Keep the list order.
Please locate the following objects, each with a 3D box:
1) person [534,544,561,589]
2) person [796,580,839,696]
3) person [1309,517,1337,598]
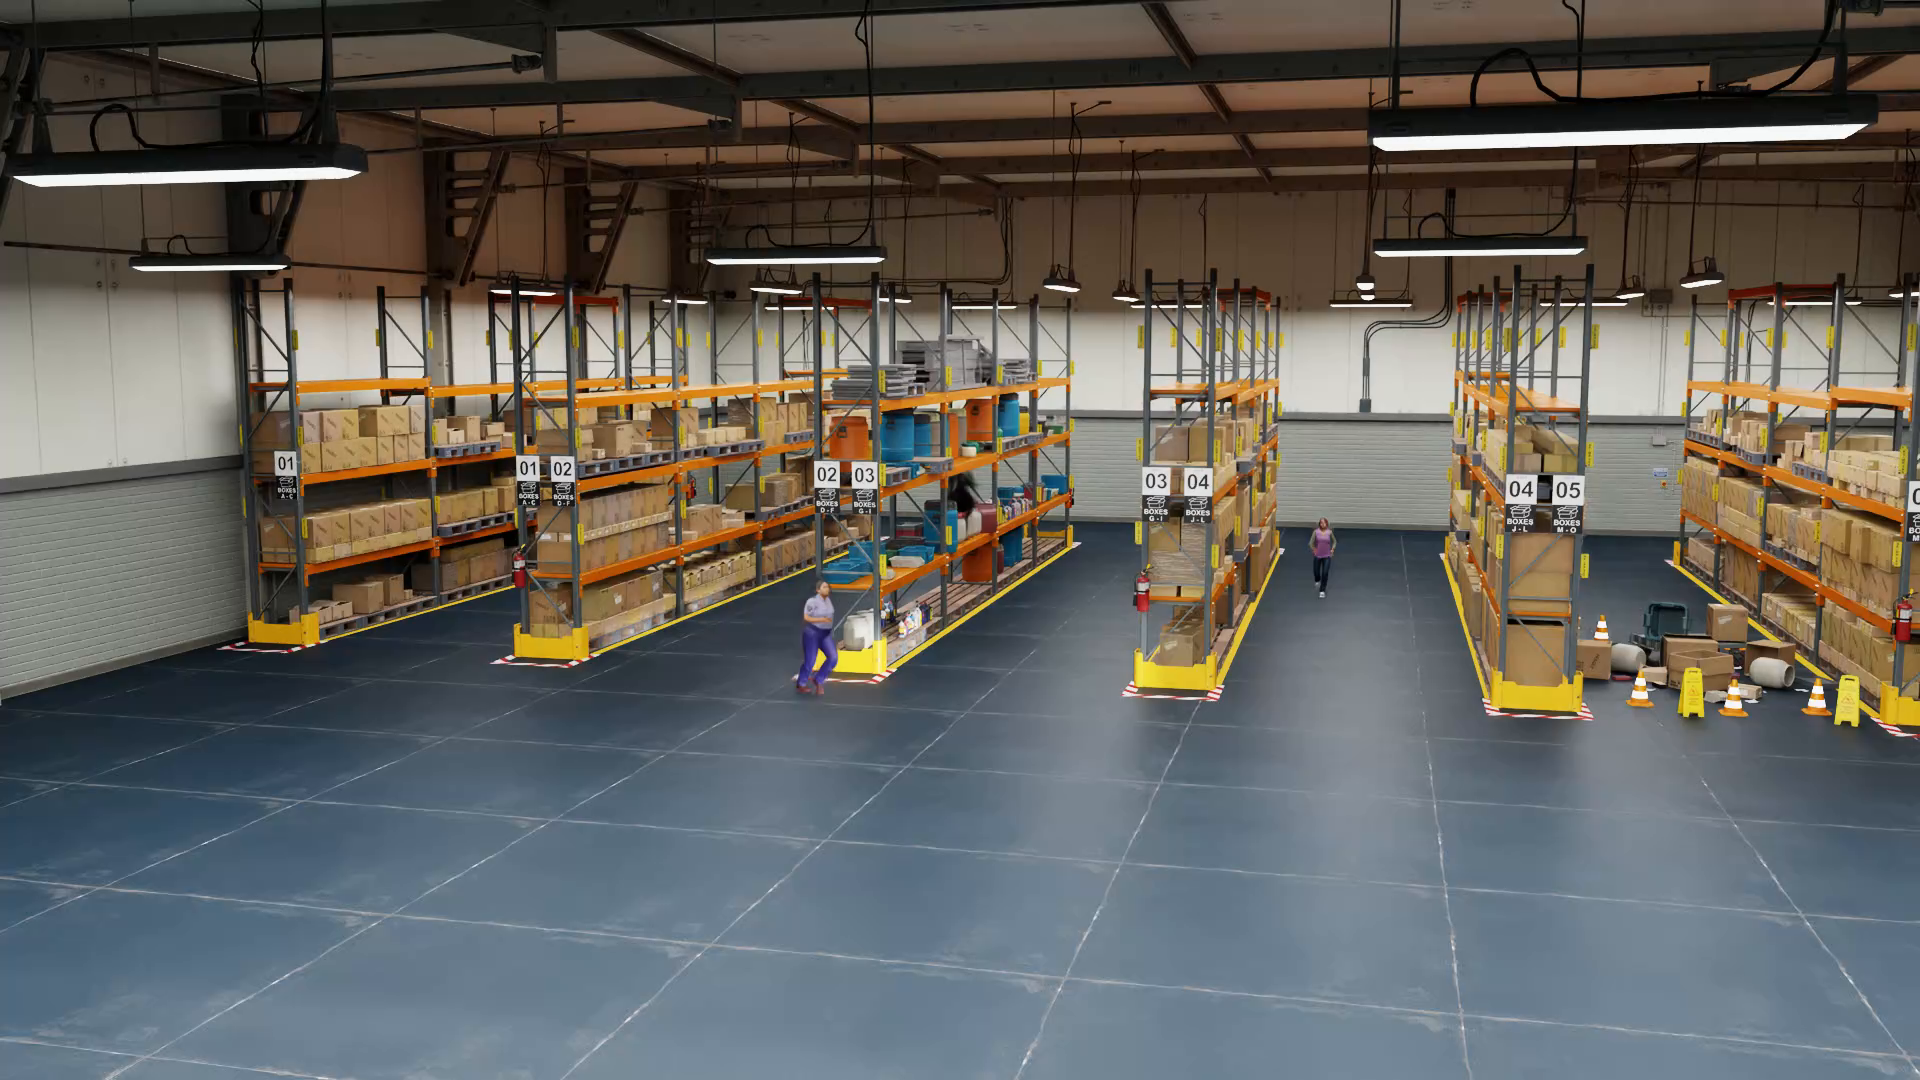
[{"bbox_3d":[-7.328,0.529,29.987,0.677,1.823,0.738,1,7,8],"label":"person"},{"bbox_3d":[-1.966,1.391,23.573,0.669,1.658,0.608,7,9,44],"label":"person"},{"bbox_3d":[7.114,0.330,32.610,0.540,1.552,0.576,2,7,12],"label":"person"}]
